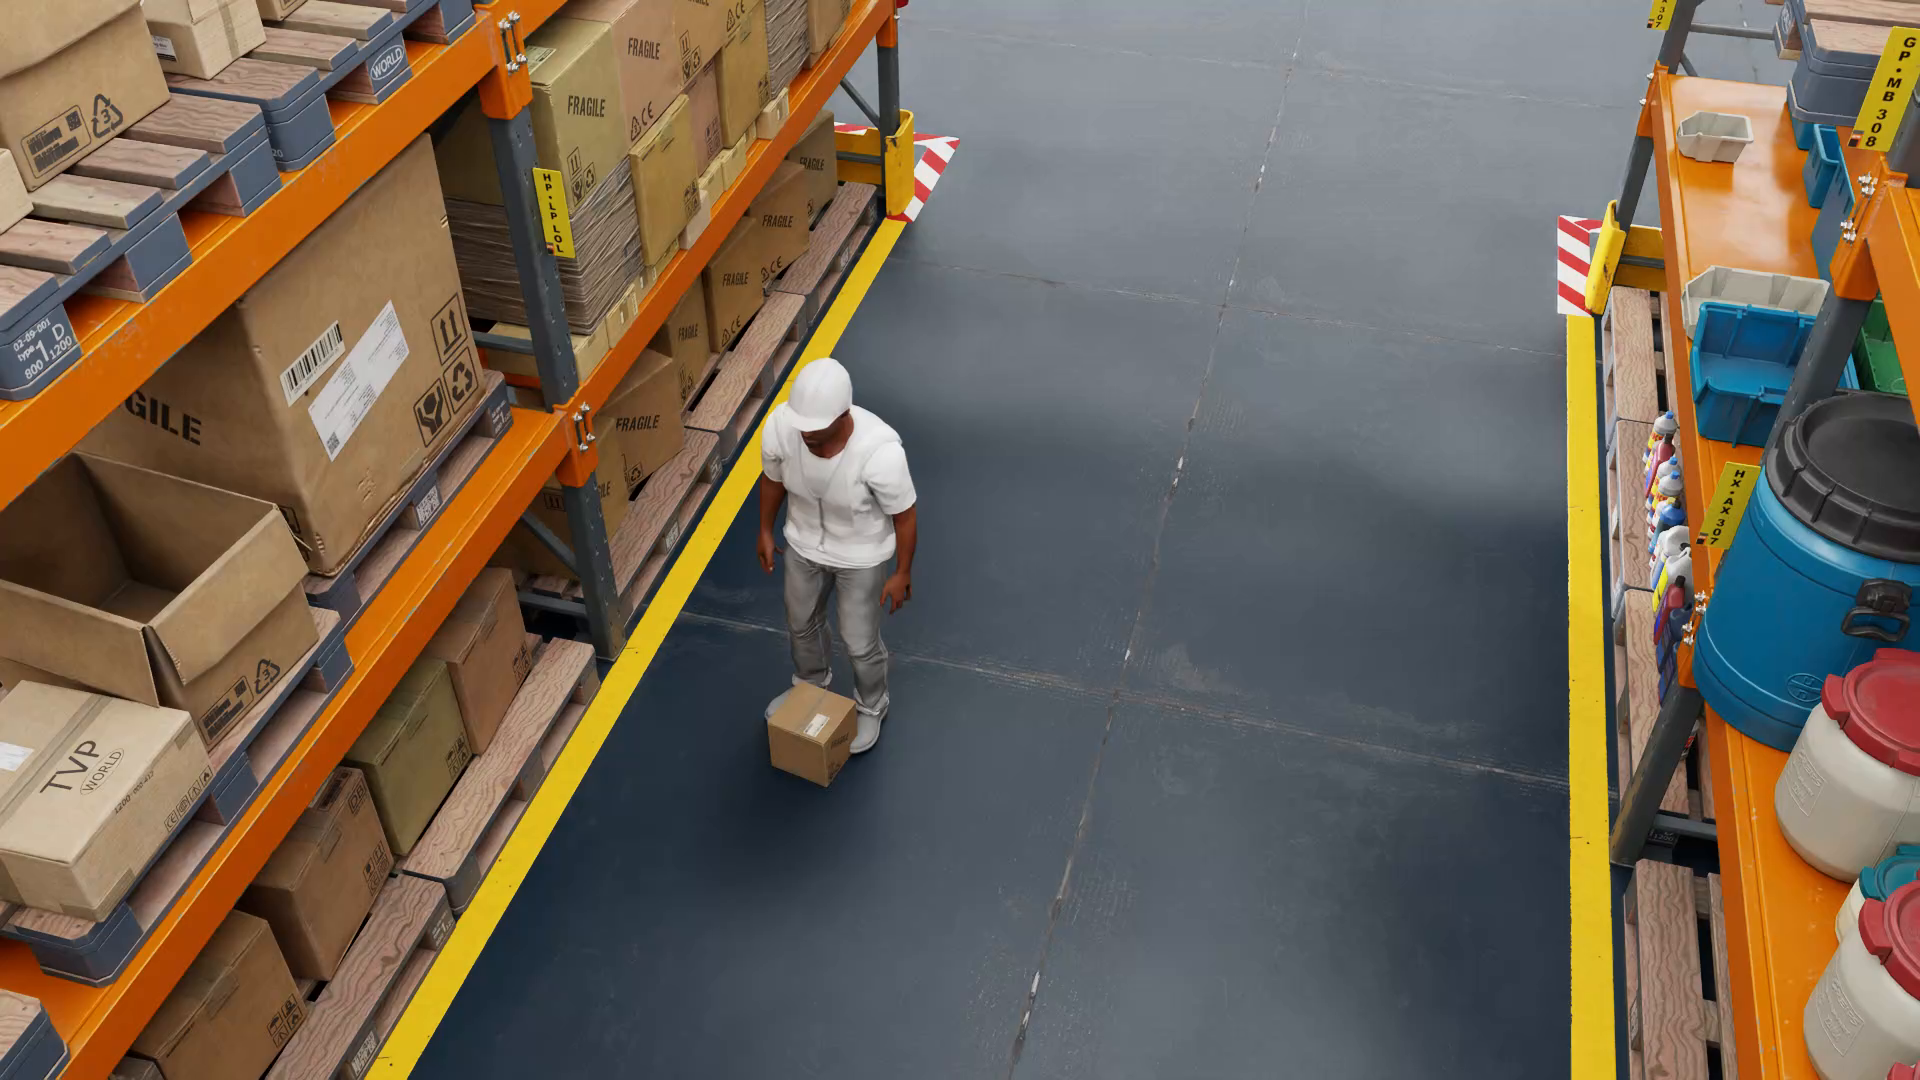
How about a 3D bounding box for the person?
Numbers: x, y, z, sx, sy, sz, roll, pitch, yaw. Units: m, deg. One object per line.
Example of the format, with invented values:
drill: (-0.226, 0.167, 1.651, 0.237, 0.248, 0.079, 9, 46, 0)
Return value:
person: (-0.463, 0.046, 6.091, 0.631, 1.759, 0.461, 17, 44, 19)
